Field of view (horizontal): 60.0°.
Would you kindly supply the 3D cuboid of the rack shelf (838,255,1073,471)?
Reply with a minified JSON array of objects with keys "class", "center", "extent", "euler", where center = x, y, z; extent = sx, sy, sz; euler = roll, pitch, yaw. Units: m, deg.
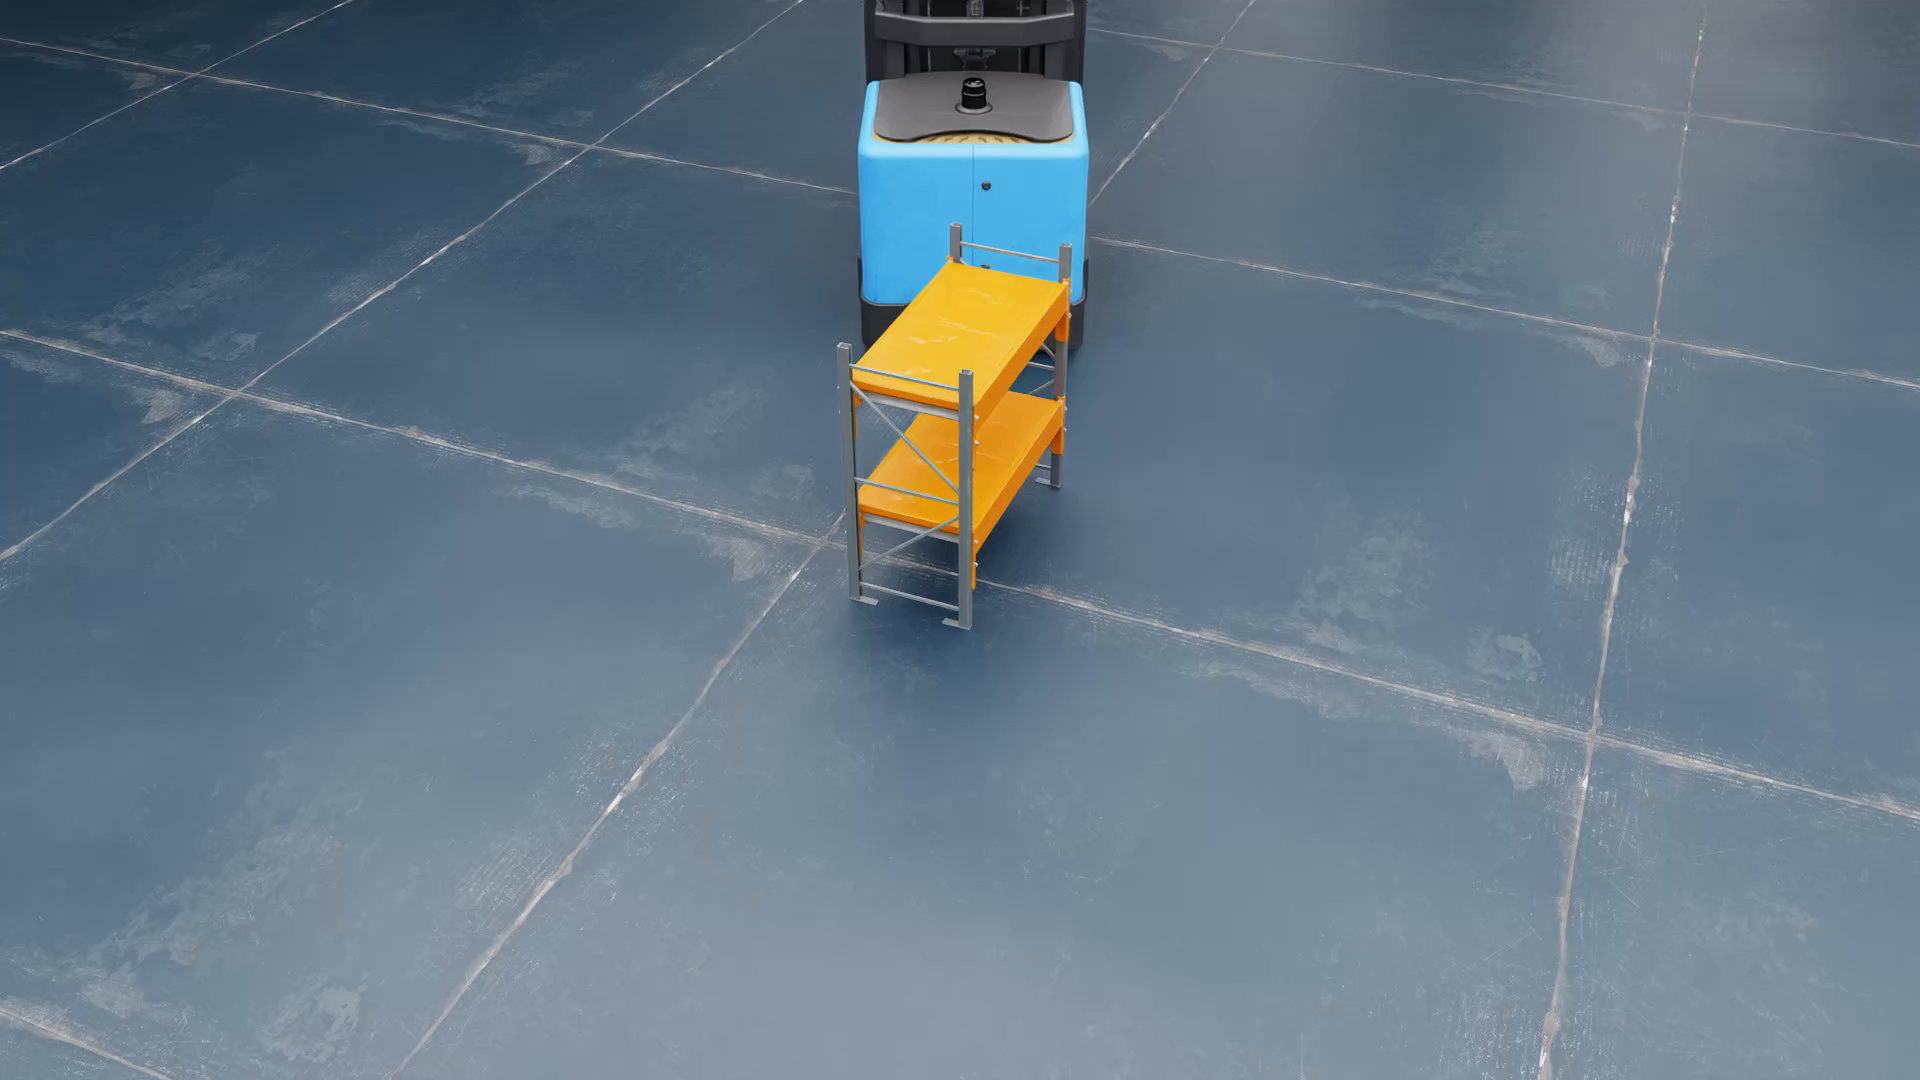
[{"class":"rack shelf","center":[0.003,-0.689,6.243],"extent":[0.538,0.278,1.000],"euler":[14,39,18]}]

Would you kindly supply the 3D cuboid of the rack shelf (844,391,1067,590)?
[{"class":"rack shelf","center":[0.003,-0.258,6.565],"extent":[0.538,0.278,1.000],"euler":[14,39,18]}]

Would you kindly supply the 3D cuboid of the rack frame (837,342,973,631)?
[{"class":"rack frame","center":[-0.191,-0.173,6.042],"extent":[0.500,1.125,0.032],"euler":[14,39,18]}]

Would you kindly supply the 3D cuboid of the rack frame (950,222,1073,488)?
[{"class":"rack frame","center":[0.196,-0.736,6.795],"extent":[0.500,1.125,0.032],"euler":[14,39,18]}]

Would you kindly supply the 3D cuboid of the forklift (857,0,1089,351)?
[{"class":"forklift","center":[0.076,-2.913,8.199],"extent":[1.130,2.935,3.031],"euler":[0,37,1]}]

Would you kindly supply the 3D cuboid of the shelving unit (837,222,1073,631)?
[{"class":"shelving unit","center":[0.003,-0.454,6.418],"extent":[0.538,1.125,1.048],"euler":[14,39,18]}]
